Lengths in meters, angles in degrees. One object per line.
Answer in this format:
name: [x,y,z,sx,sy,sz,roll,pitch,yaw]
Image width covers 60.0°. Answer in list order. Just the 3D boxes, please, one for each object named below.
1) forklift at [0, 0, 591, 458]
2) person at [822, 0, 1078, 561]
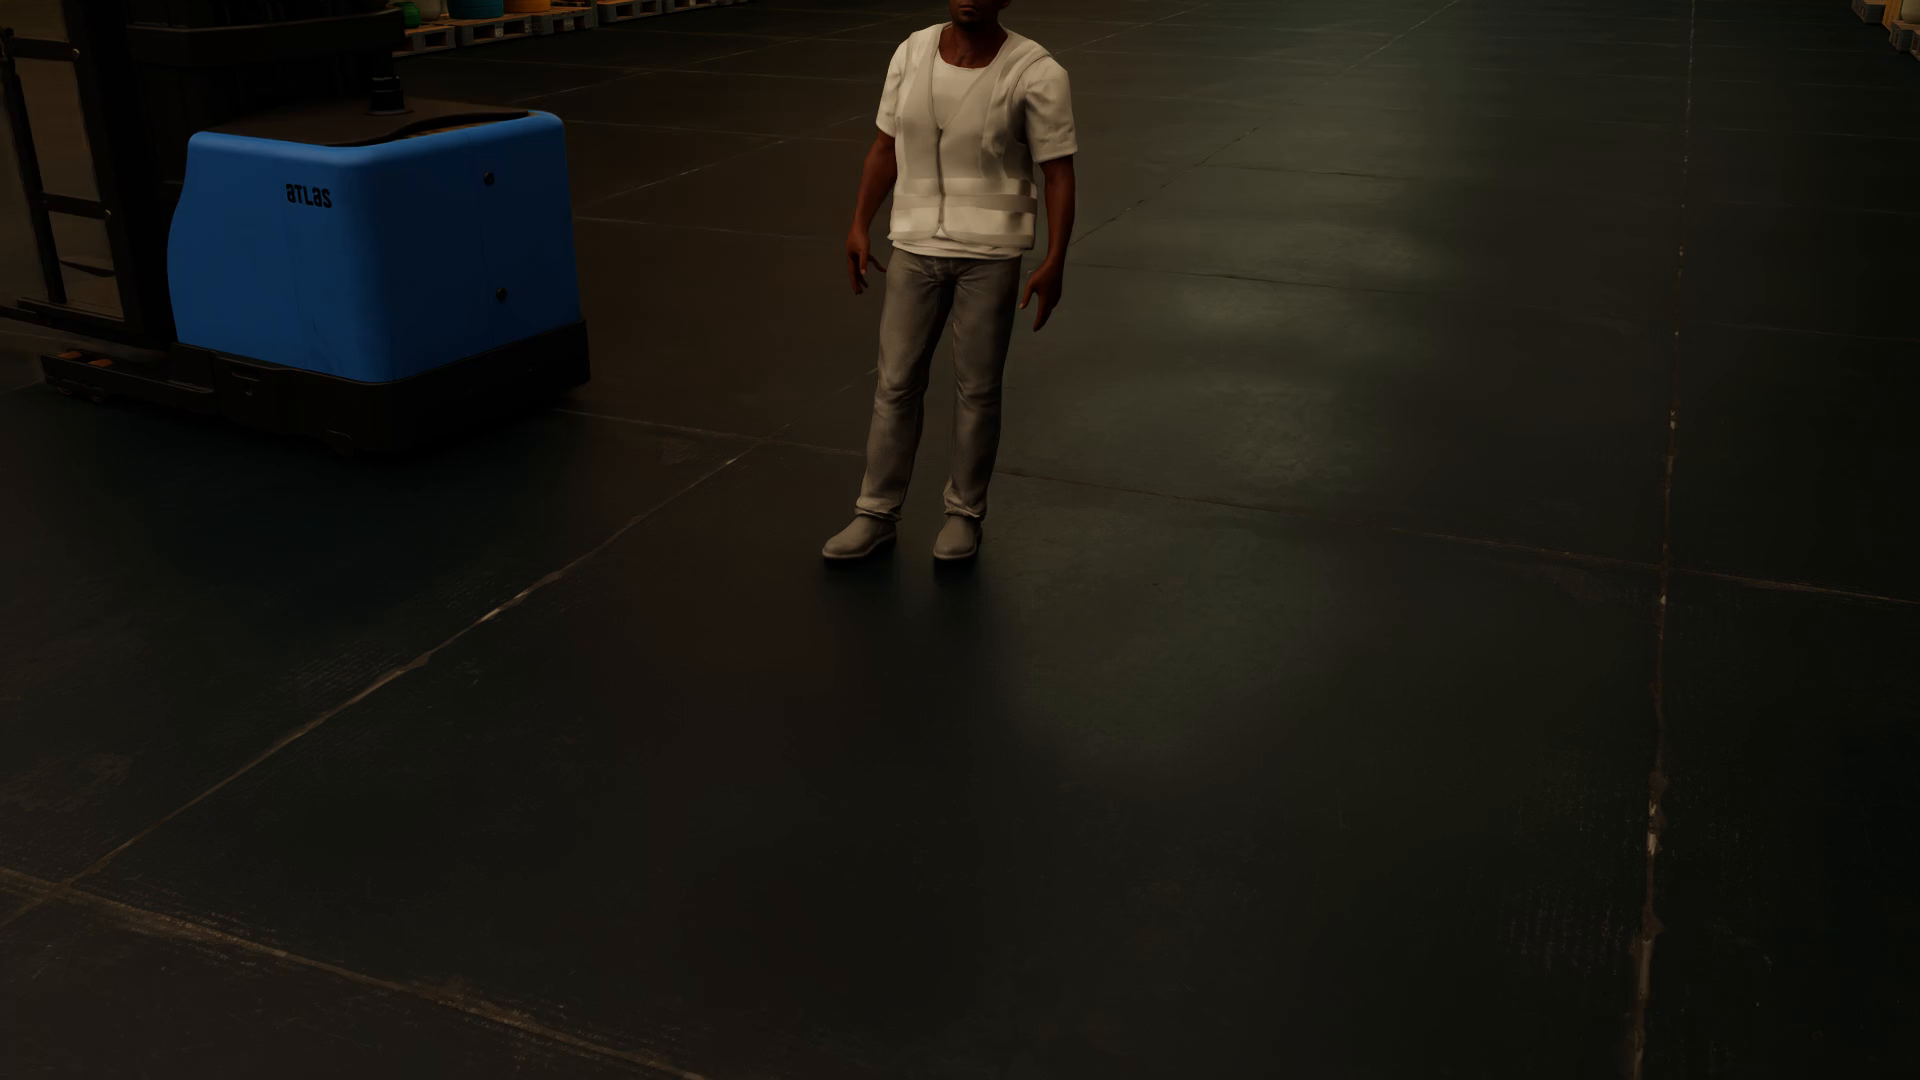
forklift: [-2.948,-2.037,6.166,3.031,2.935,1.130,13,26,28]
person: [-0.032,-0.798,4.693,0.665,1.765,0.577,9,24,21]
